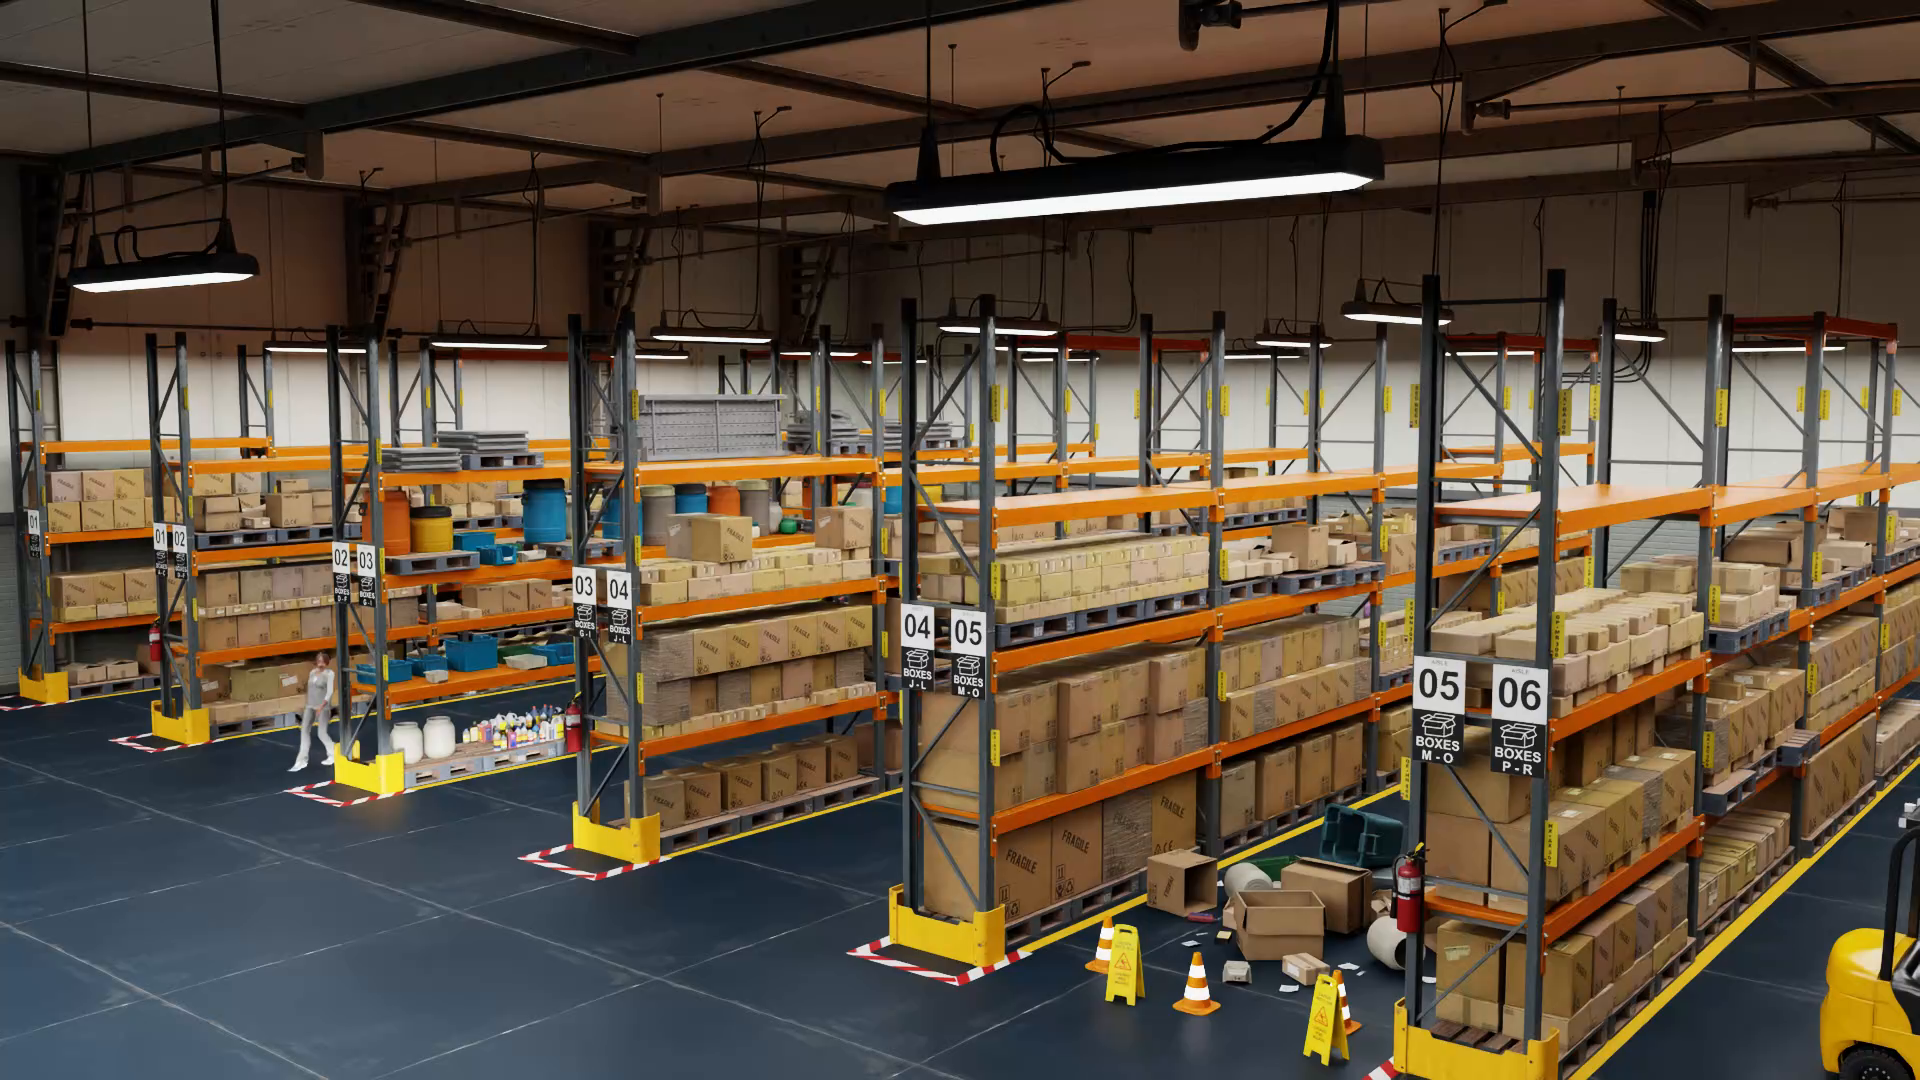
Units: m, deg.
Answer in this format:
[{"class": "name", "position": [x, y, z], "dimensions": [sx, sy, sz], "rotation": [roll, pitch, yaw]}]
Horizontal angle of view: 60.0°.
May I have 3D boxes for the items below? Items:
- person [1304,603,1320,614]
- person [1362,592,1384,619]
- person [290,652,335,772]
[{"class": "person", "position": [5.906, 1.794, 28.232], "dimensions": [0.522, 1.671, 0.473], "rotation": [-2, 5, -19]}, {"class": "person", "position": [7.491, 1.671, 30.115], "dimensions": [0.431, 1.530, 0.967], "rotation": [2, 5, 21]}, {"class": "person", "position": [-8.847, 2.344, 22.783], "dimensions": [0.439, 1.576, 0.687], "rotation": [1, 5, 15]}]
